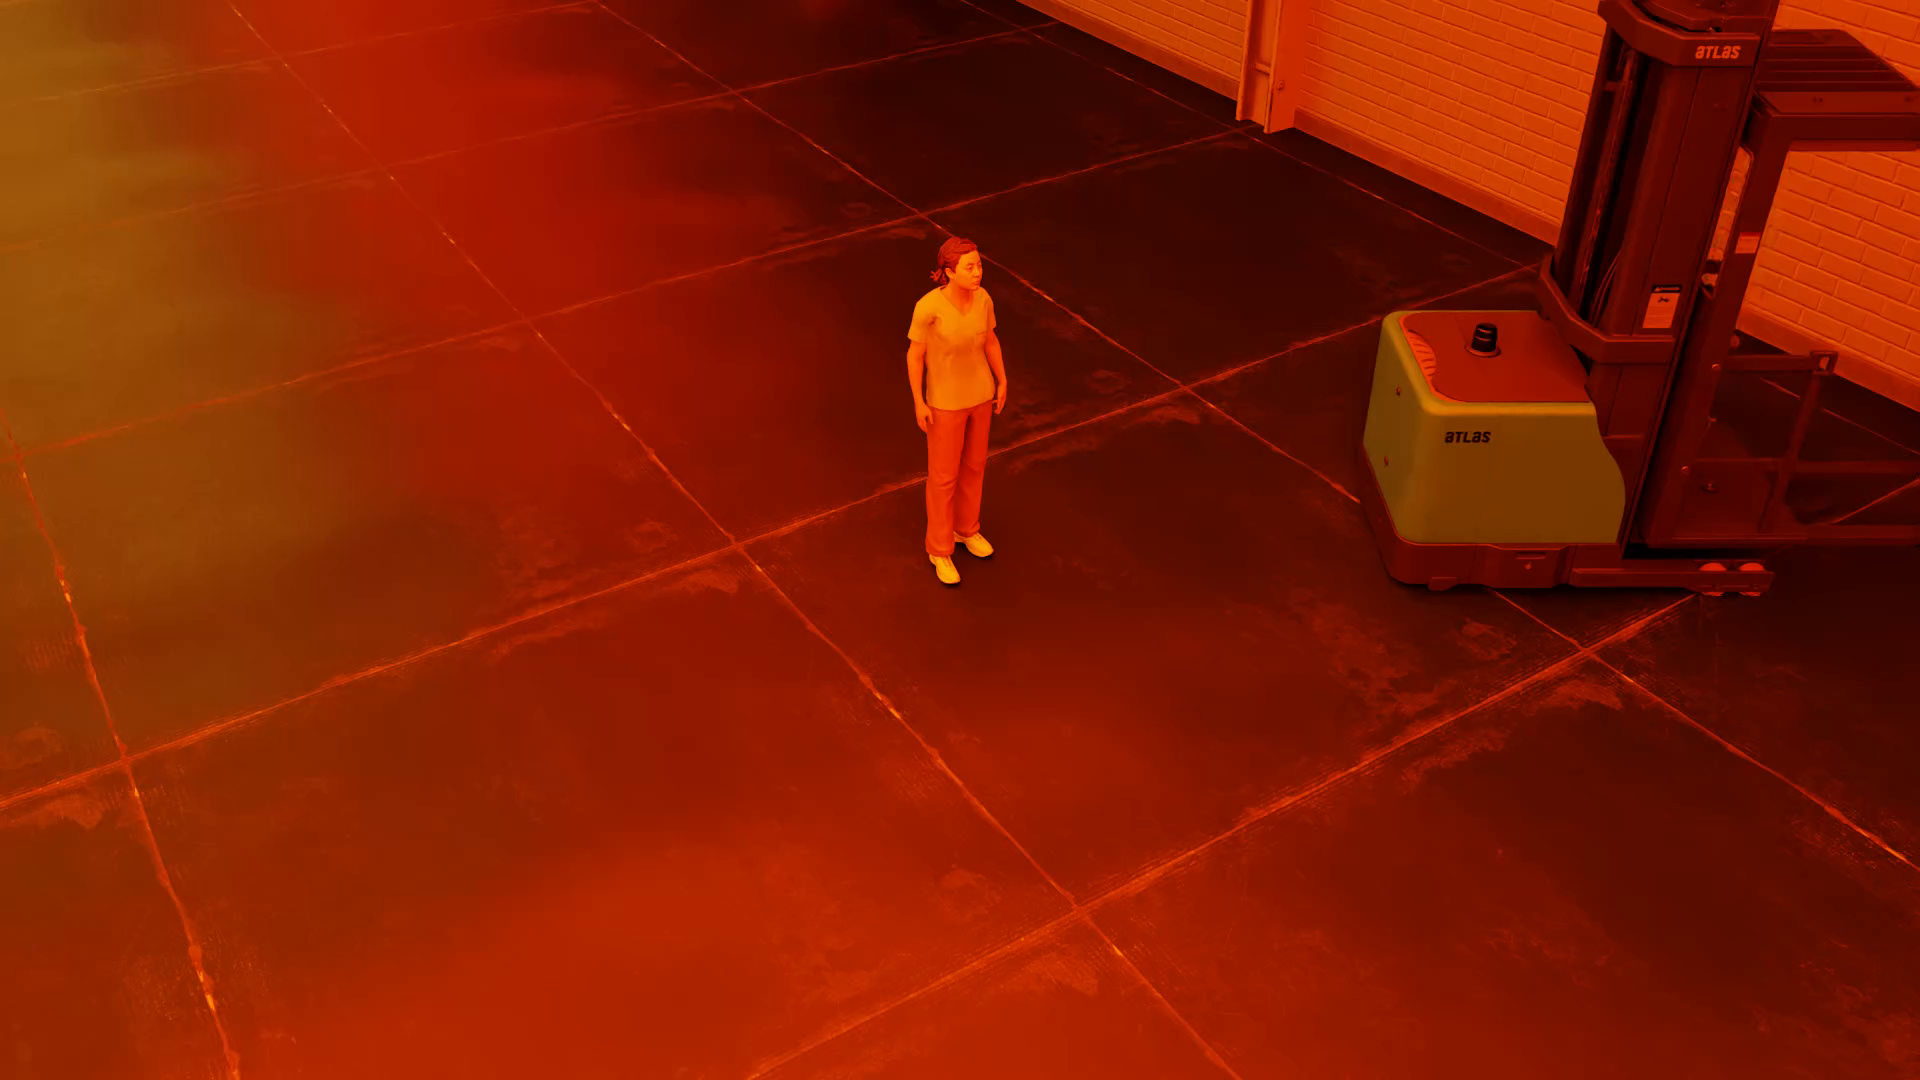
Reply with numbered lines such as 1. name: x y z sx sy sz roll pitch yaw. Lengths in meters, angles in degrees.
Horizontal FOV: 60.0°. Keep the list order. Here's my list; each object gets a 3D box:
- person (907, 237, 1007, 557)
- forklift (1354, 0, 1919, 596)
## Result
1. person: 0.005 -0.712 8.182 0.535 1.609 0.427 -21 40 -27
2. forklift: 3.660 -1.226 7.892 3.031 2.935 1.130 0 35 0
